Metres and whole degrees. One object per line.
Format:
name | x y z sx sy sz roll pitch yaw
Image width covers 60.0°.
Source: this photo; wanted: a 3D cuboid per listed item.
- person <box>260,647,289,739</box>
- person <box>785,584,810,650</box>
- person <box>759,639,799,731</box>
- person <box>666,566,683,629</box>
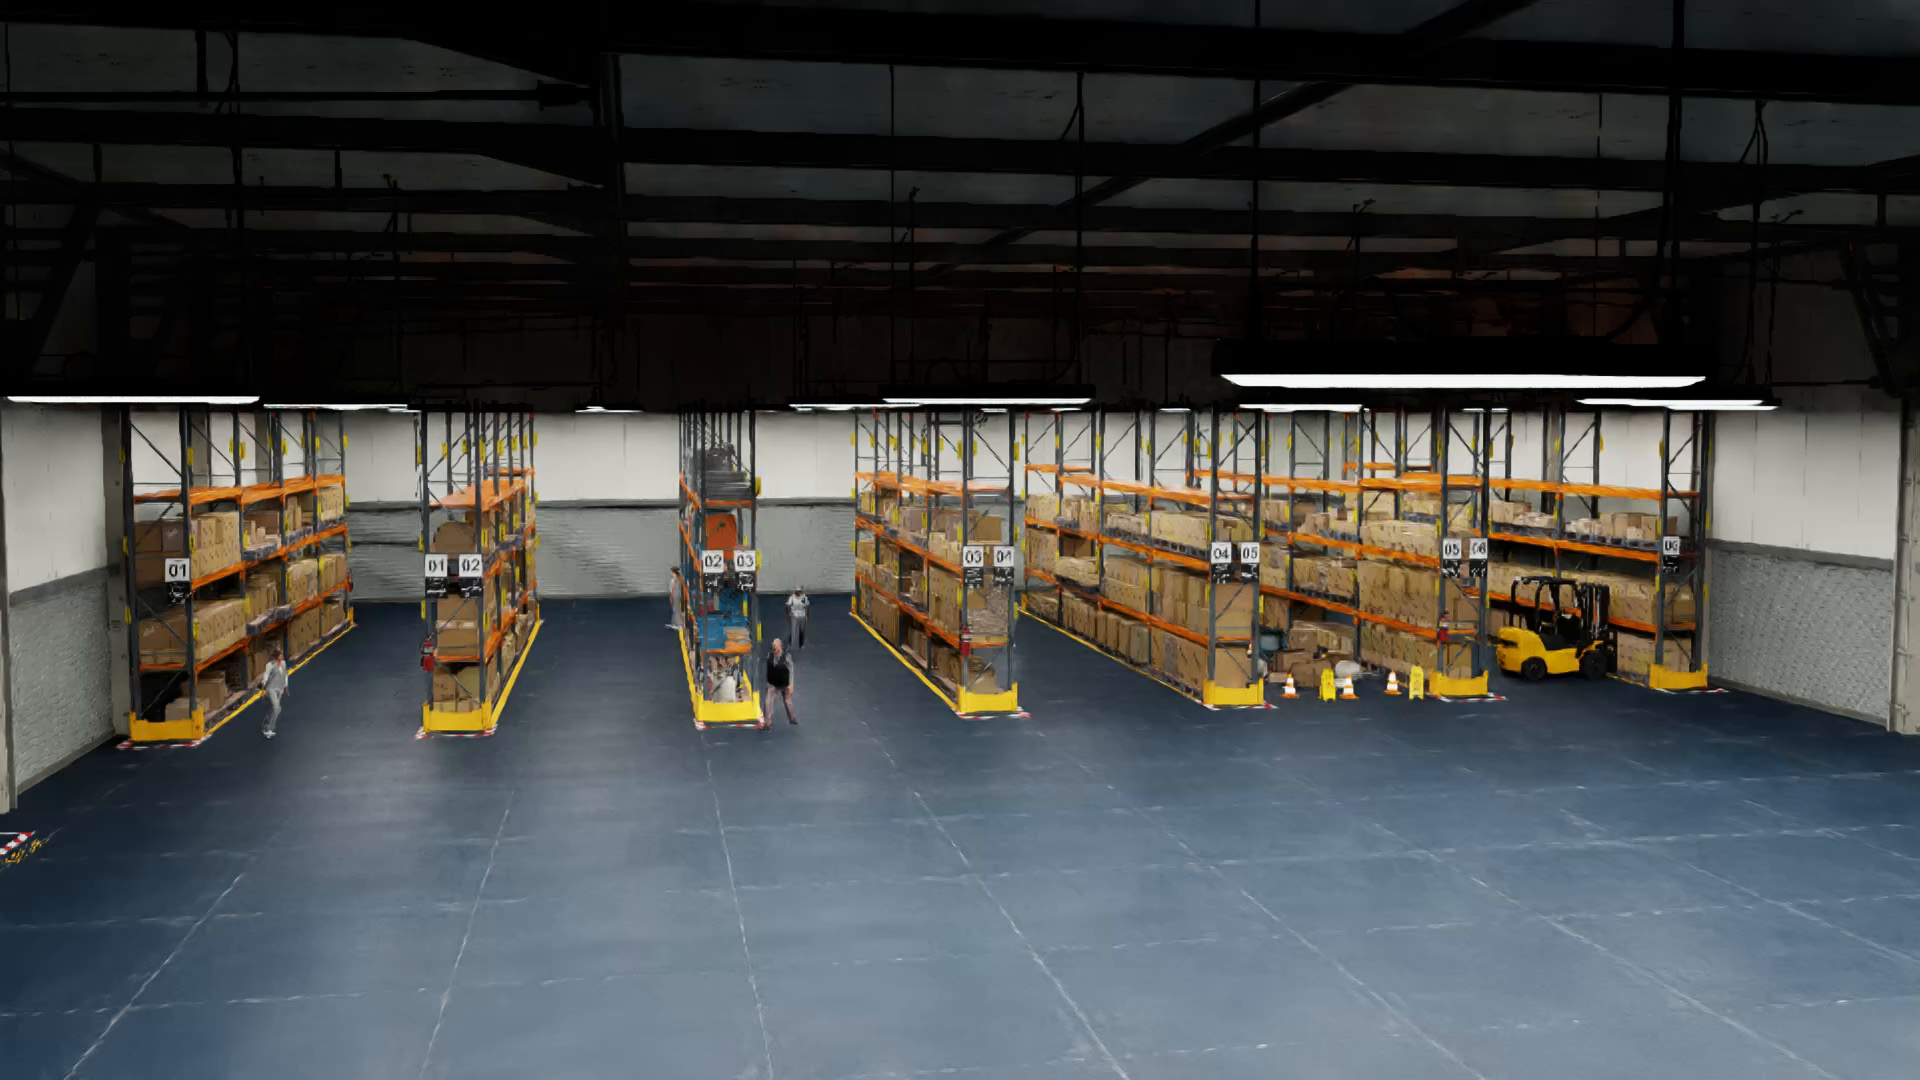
person | -12.207 2.692 29.537 0.499 1.596 0.490 2 5 21
person | -3.947 1.867 40.441 0.592 1.629 0.532 -1 4 -13
person | -3.282 2.616 30.224 0.578 1.676 0.963 1 4 13
person | -7.643 1.518 44.475 0.541 1.667 0.545 0 4 6
